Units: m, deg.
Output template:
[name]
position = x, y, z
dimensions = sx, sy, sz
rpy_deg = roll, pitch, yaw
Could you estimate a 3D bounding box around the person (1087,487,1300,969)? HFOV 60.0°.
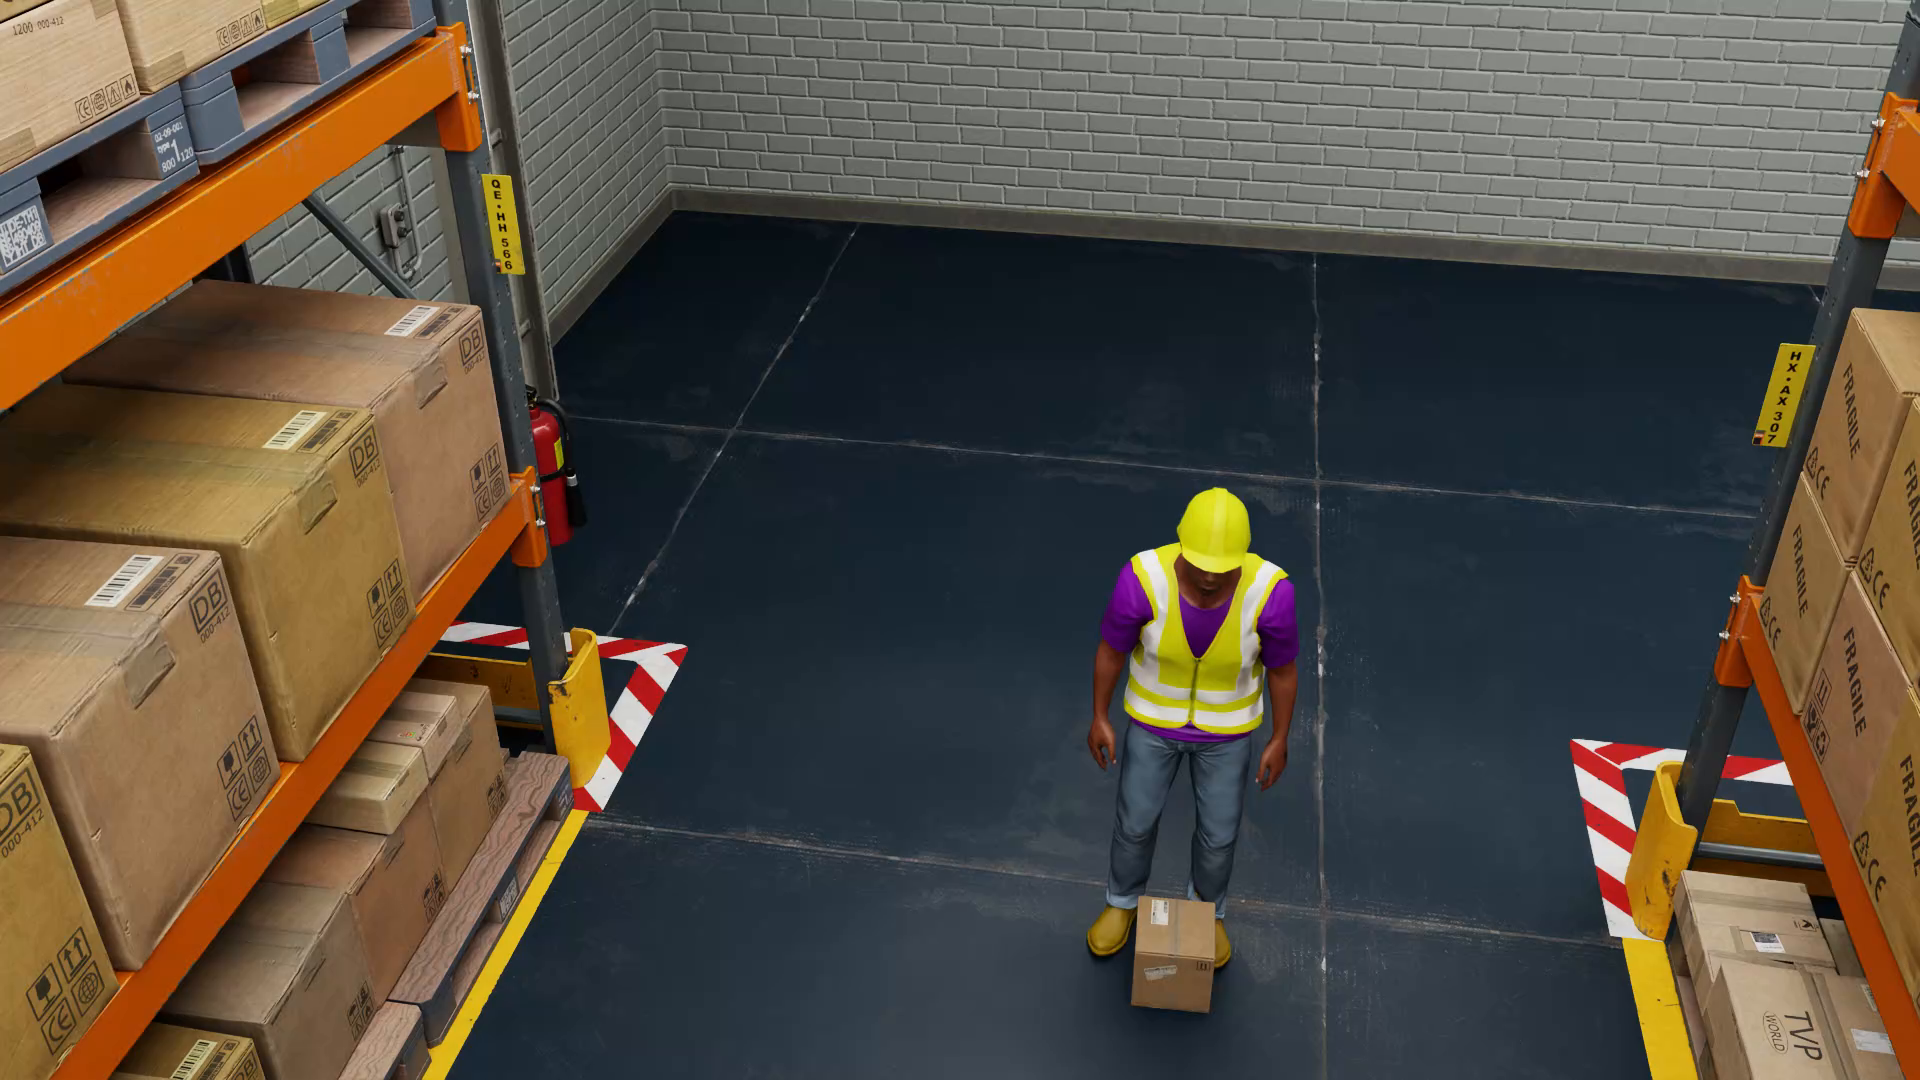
[person]
position = 0.716, 0.586, 5.190
dimensions = 0.628, 1.761, 0.456
rpy_deg = 5, 33, 9
